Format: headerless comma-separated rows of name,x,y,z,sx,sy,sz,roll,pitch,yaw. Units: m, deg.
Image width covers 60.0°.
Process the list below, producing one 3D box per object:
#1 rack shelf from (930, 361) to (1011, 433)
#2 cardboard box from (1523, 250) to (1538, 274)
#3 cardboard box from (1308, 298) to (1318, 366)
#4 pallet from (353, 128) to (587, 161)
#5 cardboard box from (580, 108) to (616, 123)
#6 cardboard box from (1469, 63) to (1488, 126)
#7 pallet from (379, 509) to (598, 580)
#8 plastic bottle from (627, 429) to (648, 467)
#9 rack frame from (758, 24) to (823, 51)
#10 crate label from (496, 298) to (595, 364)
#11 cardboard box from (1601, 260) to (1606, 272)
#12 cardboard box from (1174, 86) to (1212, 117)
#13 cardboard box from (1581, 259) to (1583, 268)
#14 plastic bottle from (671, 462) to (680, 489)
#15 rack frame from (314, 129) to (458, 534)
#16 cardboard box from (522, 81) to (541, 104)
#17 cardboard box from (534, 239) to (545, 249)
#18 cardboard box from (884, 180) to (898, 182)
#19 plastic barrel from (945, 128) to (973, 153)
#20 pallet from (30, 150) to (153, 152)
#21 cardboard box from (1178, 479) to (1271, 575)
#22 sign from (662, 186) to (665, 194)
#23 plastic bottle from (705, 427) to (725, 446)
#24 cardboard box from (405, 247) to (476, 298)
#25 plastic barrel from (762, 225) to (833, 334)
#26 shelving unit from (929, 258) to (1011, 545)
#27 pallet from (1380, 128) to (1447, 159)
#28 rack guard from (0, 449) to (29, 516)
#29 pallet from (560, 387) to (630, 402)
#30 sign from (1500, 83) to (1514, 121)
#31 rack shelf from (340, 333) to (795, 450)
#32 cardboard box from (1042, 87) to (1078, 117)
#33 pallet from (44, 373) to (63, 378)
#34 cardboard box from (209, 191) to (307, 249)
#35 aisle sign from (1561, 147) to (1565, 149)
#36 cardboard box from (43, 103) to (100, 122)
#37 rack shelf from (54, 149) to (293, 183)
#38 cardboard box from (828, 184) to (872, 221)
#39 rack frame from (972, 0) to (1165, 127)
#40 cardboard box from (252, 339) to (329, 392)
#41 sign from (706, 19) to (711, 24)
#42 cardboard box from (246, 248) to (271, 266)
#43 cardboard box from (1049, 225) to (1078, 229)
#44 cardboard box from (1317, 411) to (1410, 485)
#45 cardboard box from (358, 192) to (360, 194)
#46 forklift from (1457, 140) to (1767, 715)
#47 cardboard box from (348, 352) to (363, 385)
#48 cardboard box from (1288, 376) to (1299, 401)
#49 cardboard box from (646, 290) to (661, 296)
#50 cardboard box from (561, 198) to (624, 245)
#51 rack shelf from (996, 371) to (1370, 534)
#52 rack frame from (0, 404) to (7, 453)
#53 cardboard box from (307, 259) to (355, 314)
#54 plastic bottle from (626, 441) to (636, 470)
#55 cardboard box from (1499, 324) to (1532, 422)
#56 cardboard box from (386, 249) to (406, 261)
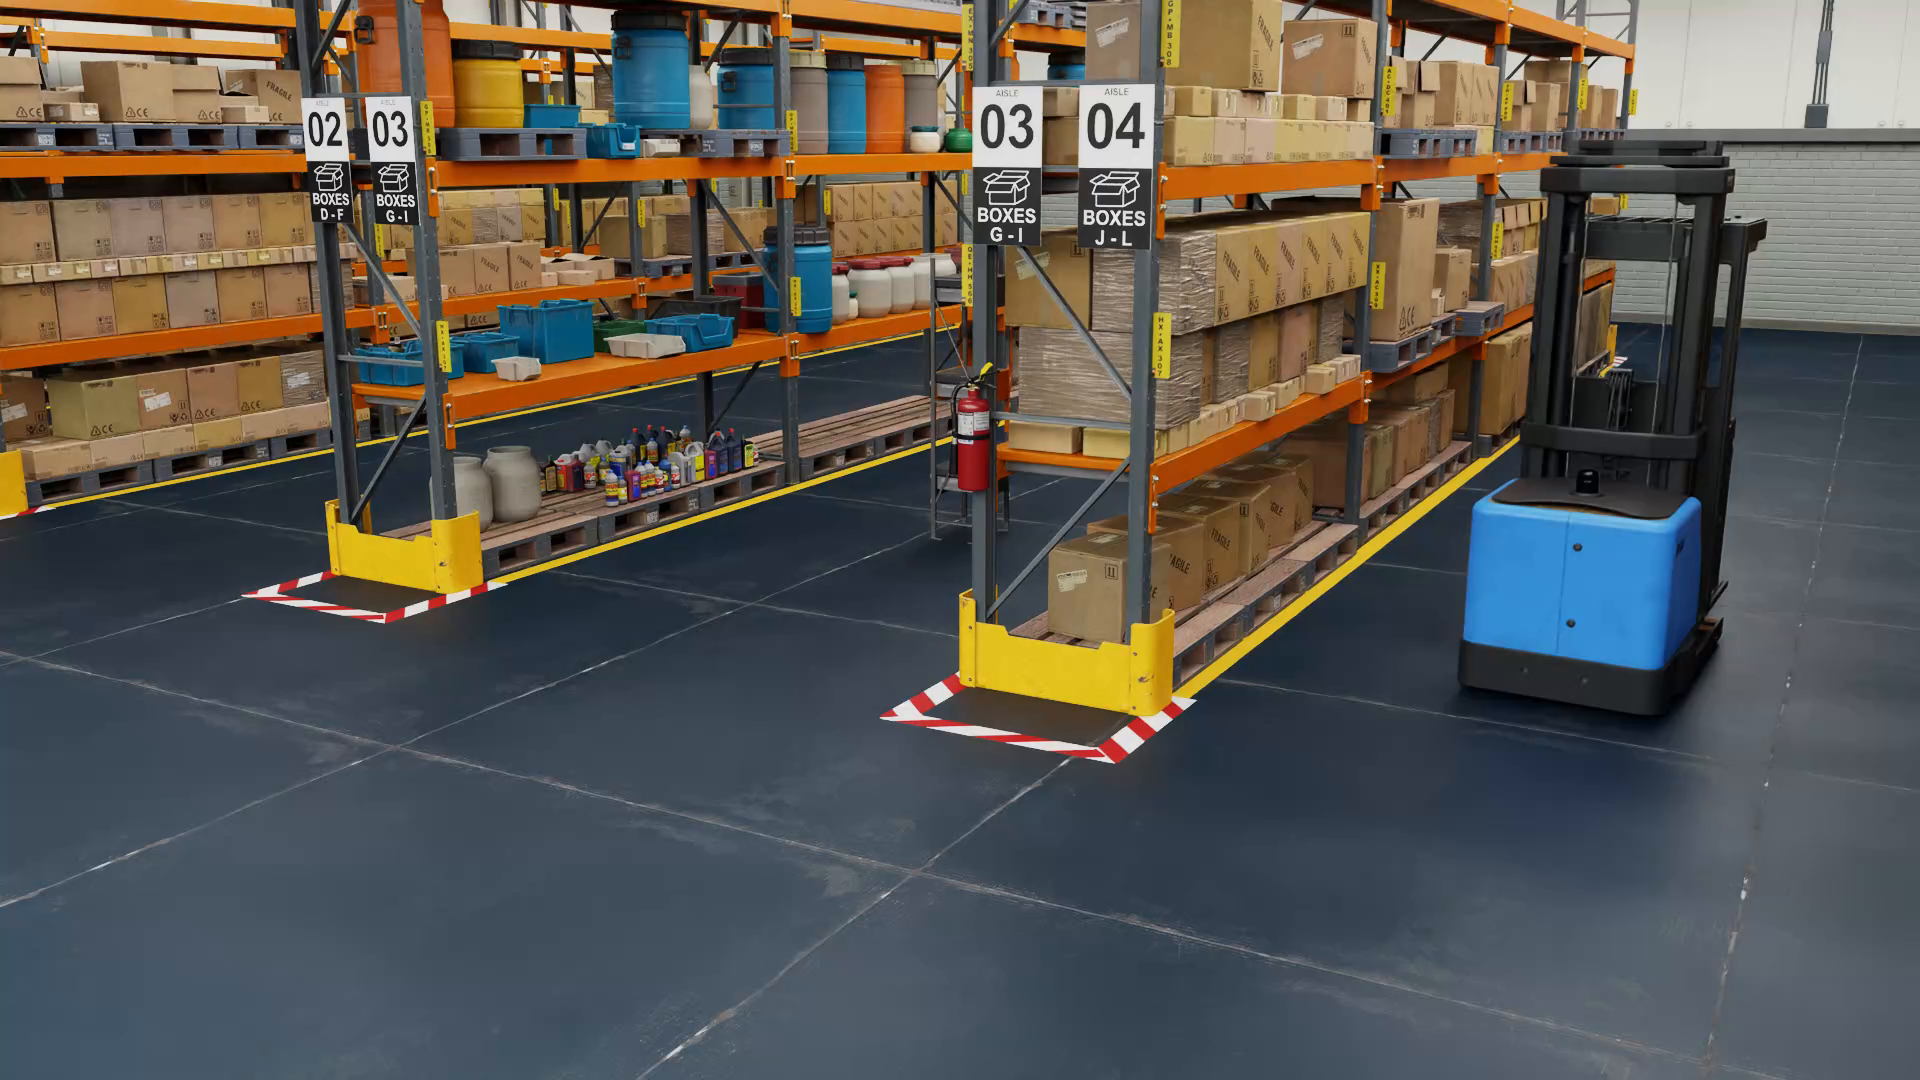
rack shelf,0.080,-1.041,12.432,0.431,0.518,0.480,7,15,28
cardboard box,5.853,-2.789,17.488,0.500,0.500,0.500,7,15,27
cardboard box,1.920,-1.444,11.275,0.875,0.500,0.500,7,15,28
pallet,-3.319,-2.700,11.336,1.003,0.211,1.213,7,15,28
cardboard box,-4.090,-4.979,20.171,0.910,0.500,0.500,7,15,28
cardboard box,4.148,-3.773,14.101,0.500,0.500,0.500,7,15,28
pallet,-3.412,-0.007,12.110,1.003,0.211,1.213,7,15,28
plastic bottle,-2.716,-0.765,14.018,0.144,0.351,0.185,7,15,26
rack frame,-2.338,-7.116,22.848,1.000,3.000,0.127,7,15,28
crate label,-3.152,-1.601,12.697,0.502,0.435,0.616,7,15,28
cardboard box,8.013,-3.508,21.220,0.380,0.149,0.250,8,16,29
cardboard box,1.077,-2.266,8.600,0.380,0.149,0.250,8,16,29
cardboard box,7.033,-3.316,19.573,0.500,0.250,0.500,7,15,28
plastic bottle,-2.294,-0.519,13.317,0.097,0.201,0.097,0,14,0
rack frame,-3.805,-1.175,11.008,1.000,3.000,0.127,7,15,28
cardboard box,-6.543,-6.932,26.097,0.500,0.500,0.500,7,15,28
cardboard box,-6.592,-4.546,25.482,0.380,0.149,0.250,8,15,29
cardboard box,-1.096,-5.385,26.124,0.500,0.500,0.500,8,15,29
plastic barrel,-0.012,-4.143,17.248,0.294,0.245,0.294,0,14,0
pallet,-10.152,-4.600,19.214,1.213,0.211,1.003,7,15,28
cardboard box,1.735,-0.091,10.950,0.500,0.500,0.500,6,15,23
sign,-5.225,-6.104,29.435,0.100,0.325,0.005,7,15,28
plastic bottle,-2.056,-0.773,14.055,0.144,0.351,0.185,7,15,28
cardboard box,-5.565,-2.870,17.825,0.500,0.500,0.500,9,16,32
plastic barrel,-1.419,-2.284,14.540,0.600,0.901,0.708,7,15,28
shelving unit,0.080,-1.055,12.428,0.431,2.100,0.503,7,15,28
pallet,2.856,-2.916,12.230,1.213,0.211,1.003,7,15,28
rack guard,-8.151,-0.517,13.611,1.175,0.500,0.348,7,15,28
pallet,-4.704,-1.858,19.792,1.003,0.211,1.213,7,15,28
sign,4.872,-3.903,14.819,0.100,0.325,0.005,7,15,28
rack shelf,-2.838,-1.236,12.794,1.077,0.370,4.000,7,15,28
cardboard box,0.392,-2.285,8.682,0.380,0.149,0.250,7,15,28
pallet,-10.168,-1.923,20.058,1.003,0.211,1.213,7,15,28
cardboard box,-6.658,-3.042,15.768,0.700,0.500,0.500,7,15,28
aisle sign,8.038,-5.209,22.194,0.394,0.787,0.004,7,15,28
cardboard box,-7.416,-3.567,13.870,0.380,0.149,0.250,7,15,28
rack shelf,-9.577,-4.637,20.503,1.077,0.370,4.000,7,15,28
cardboard box,-1.615,-4.904,24.130,0.500,0.500,0.500,7,15,26
rack frame,0.531,-3.530,7.977,1.000,3.000,0.127,7,15,28
cardboard box,-6.704,-1.730,16.681,0.500,0.500,0.500,7,15,28
sign,-4.274,-8.925,28.191,0.100,0.325,0.005,7,15,28
cardboard box,-6.643,-2.633,15.458,0.380,0.149,0.250,7,15,28
cardboard box,0.817,-1.537,9.529,0.500,0.500,0.500,7,15,28
cardboard box,3.298,-0.767,13.711,0.700,0.500,0.500,6,15,23
cardboard box,-8.364,-4.735,23.282,0.500,0.250,0.500,7,15,26
forklift,3.918,-0.813,9.652,1.130,2.935,3.031,8,16,31
cardboard box,-6.261,-1.813,17.430,0.500,0.311,0.500,7,15,28
cardboard box,1.970,-0.984,10.752,0.380,0.149,0.250,7,15,28
cardboard box,-5.478,-4.208,28.027,0.700,0.500,0.500,7,15,26
cardboard box,-6.042,-5.164,26.913,0.980,0.700,0.700,7,15,27
rack shelf,1.498,-0.675,10.466,1.077,0.370,4.000,7,15,28
rack frame,-8.139,-1.737,13.339,1.000,3.000,0.127,7,15,28
cardboard box,-6.414,-2.515,16.351,0.700,0.500,0.500,7,15,27
plastic bottle,-2.754,-0.692,13.885,0.097,0.271,0.097,0,14,0
cardboard box,5.188,-1.748,17.020,1.225,0.875,0.875,7,15,28
cardboard box,-7.916,-3.963,23.067,0.380,0.149,0.250,8,16,30
